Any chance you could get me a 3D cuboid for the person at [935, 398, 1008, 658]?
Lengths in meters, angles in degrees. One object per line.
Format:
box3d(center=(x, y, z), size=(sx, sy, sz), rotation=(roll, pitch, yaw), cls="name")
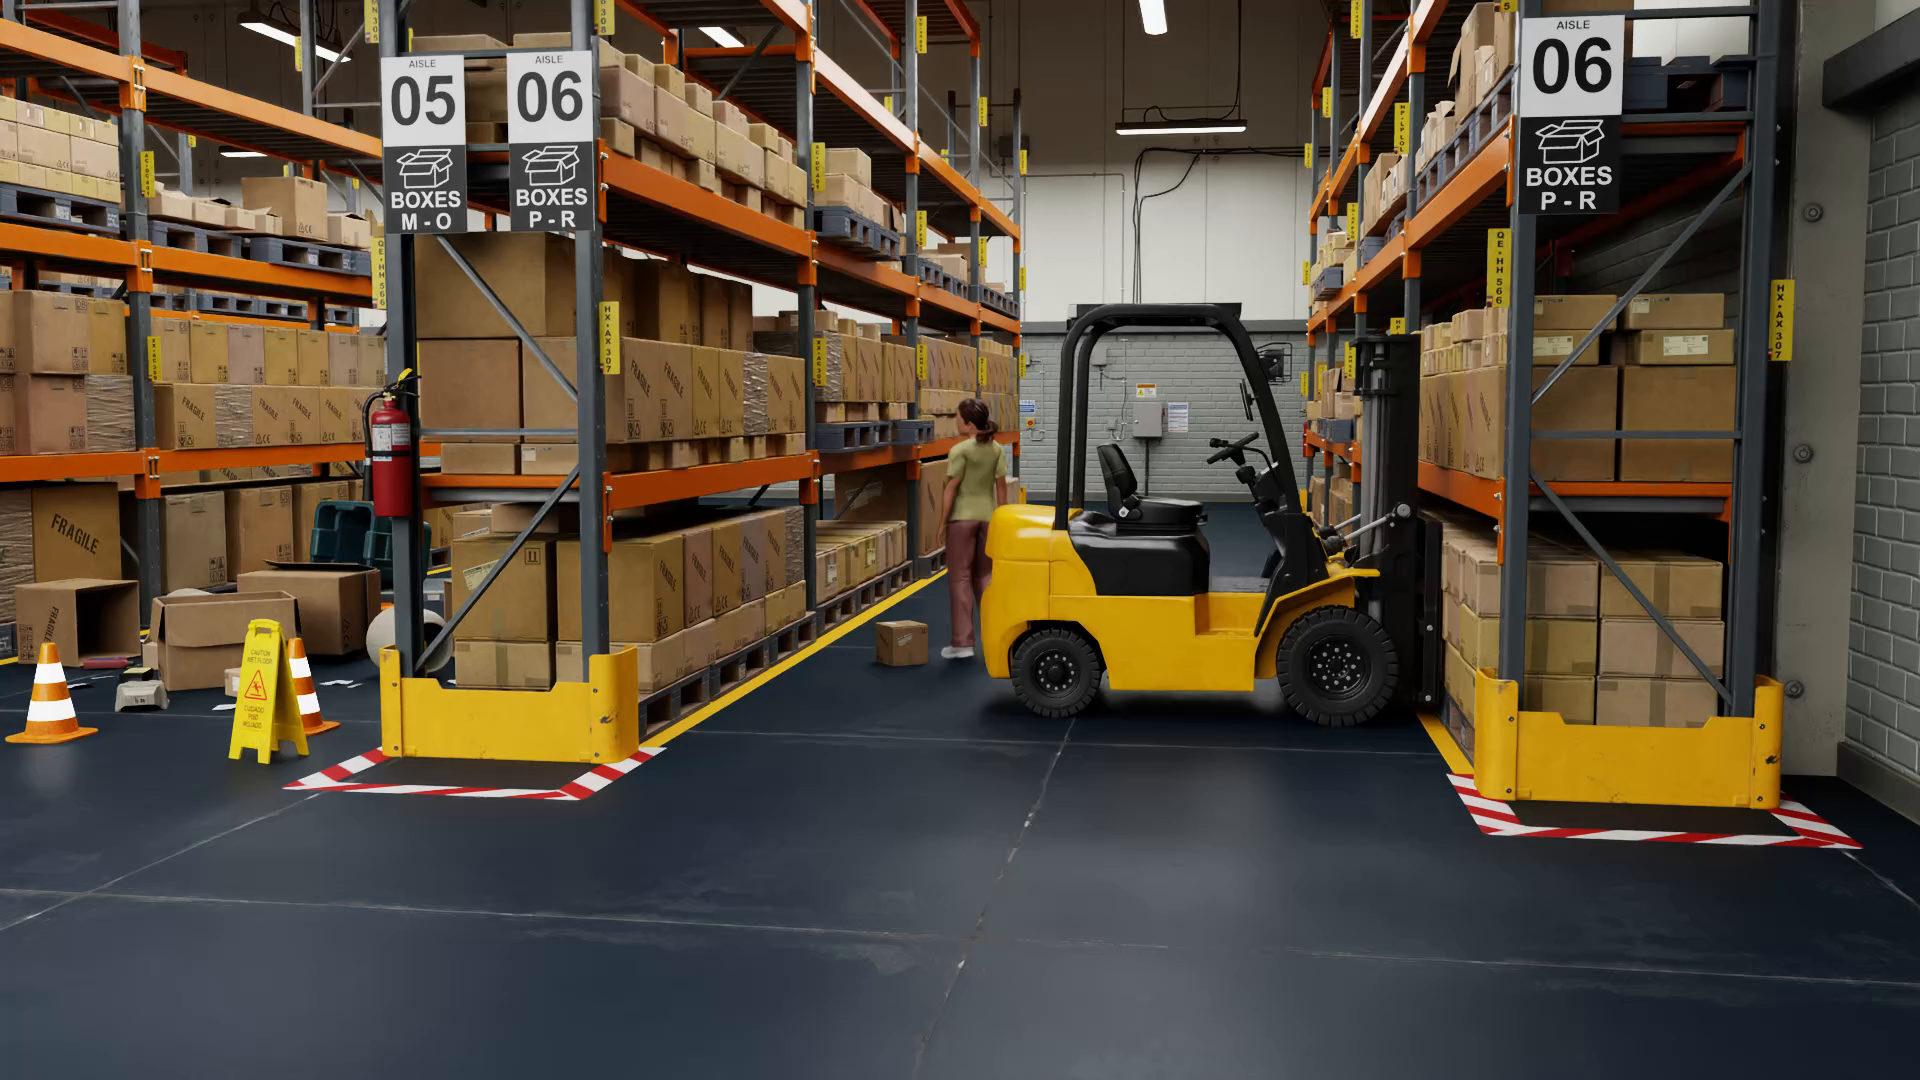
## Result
box3d(center=(0.075, -0.075, 10.748), size=(0.521, 1.680, 0.401), rotation=(-3, 5, -33), cls="person")
